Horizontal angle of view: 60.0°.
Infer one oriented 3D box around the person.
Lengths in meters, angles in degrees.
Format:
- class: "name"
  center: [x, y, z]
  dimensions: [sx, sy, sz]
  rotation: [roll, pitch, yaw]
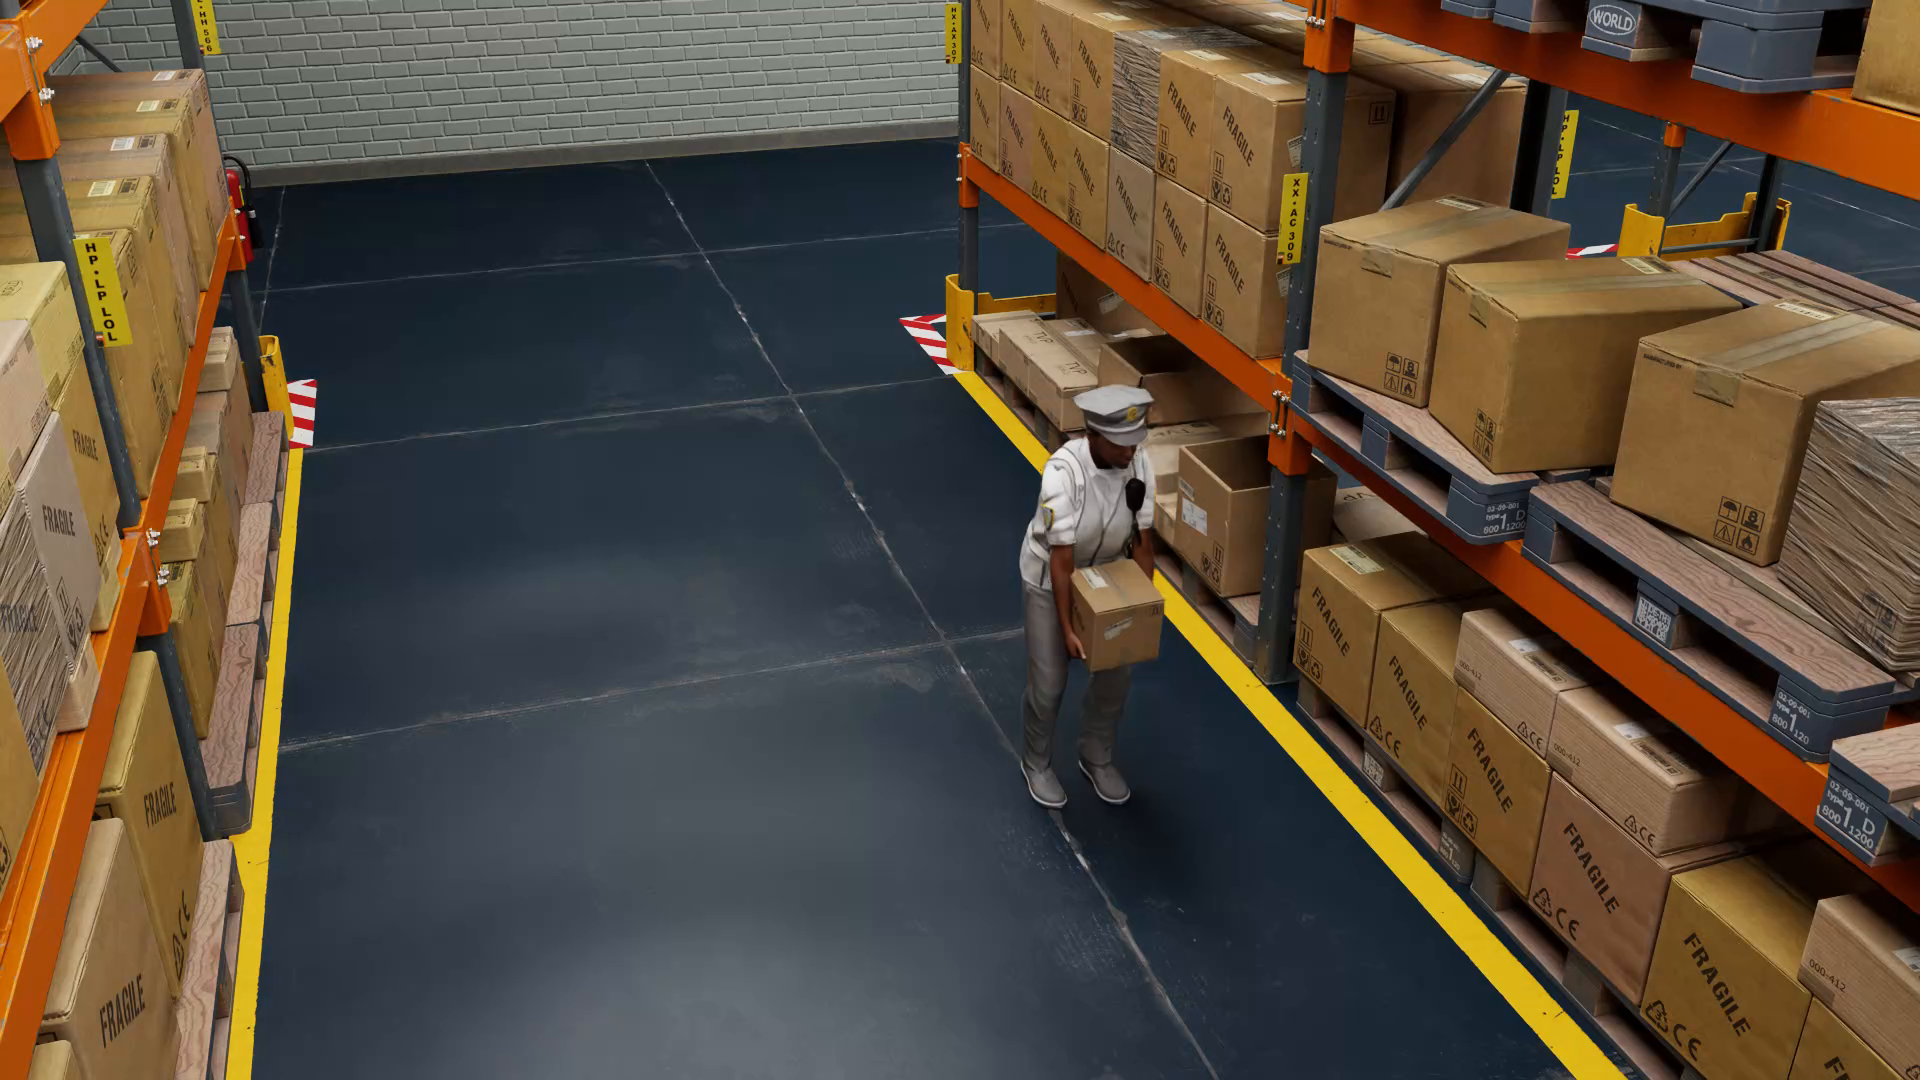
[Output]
- class: "person"
  center: [0.449, 0.204, 5.761]
  dimensions: [0.413, 1.622, 0.563]
  rotation: [-10, 28, -19]
